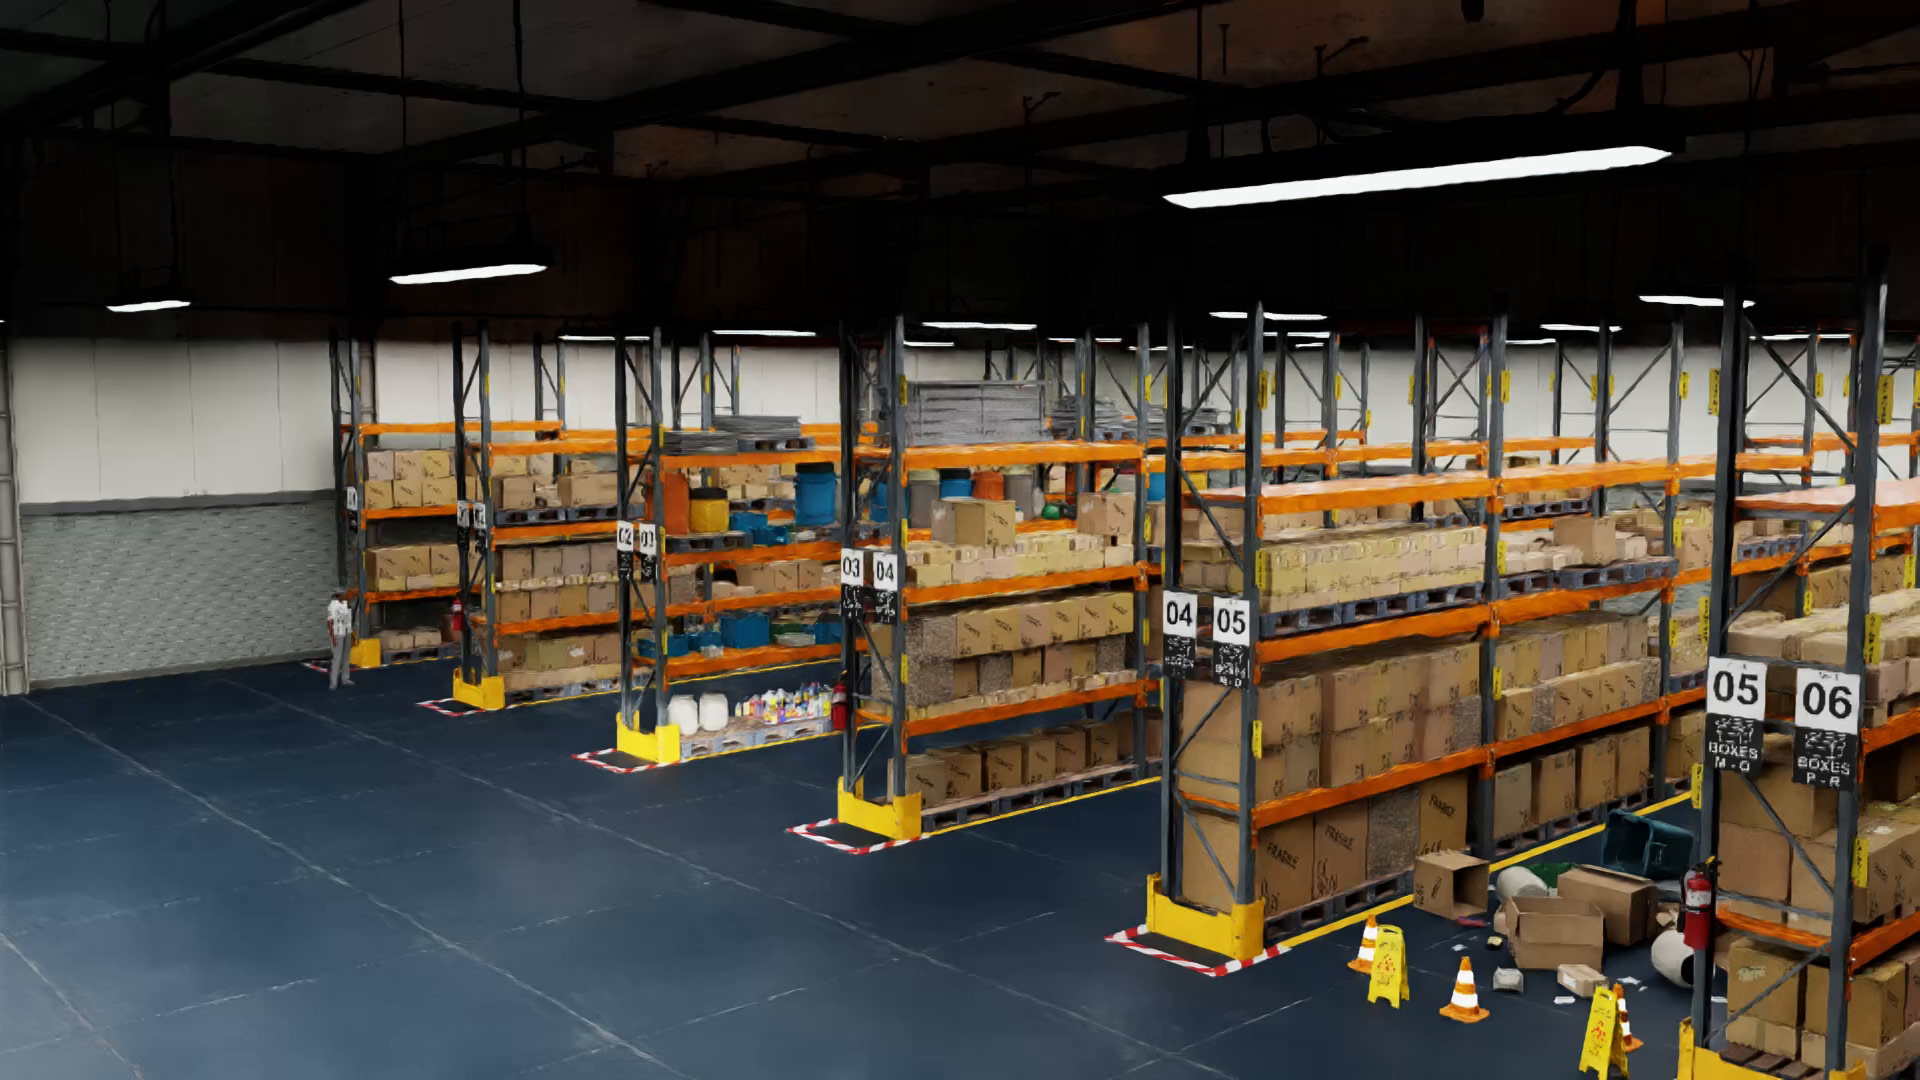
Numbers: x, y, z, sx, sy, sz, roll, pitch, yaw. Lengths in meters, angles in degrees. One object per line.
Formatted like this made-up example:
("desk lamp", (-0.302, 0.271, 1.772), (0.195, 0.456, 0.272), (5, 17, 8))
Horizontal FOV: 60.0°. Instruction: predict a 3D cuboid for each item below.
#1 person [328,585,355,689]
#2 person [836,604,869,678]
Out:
("person", (-10.311, 1.624, 27.704), (0.372, 1.737, 0.527), (2, 6, 19))
("person", (-1.860, 1.551, 28.239), (0.483, 1.621, 0.994), (5, 7, 40))
